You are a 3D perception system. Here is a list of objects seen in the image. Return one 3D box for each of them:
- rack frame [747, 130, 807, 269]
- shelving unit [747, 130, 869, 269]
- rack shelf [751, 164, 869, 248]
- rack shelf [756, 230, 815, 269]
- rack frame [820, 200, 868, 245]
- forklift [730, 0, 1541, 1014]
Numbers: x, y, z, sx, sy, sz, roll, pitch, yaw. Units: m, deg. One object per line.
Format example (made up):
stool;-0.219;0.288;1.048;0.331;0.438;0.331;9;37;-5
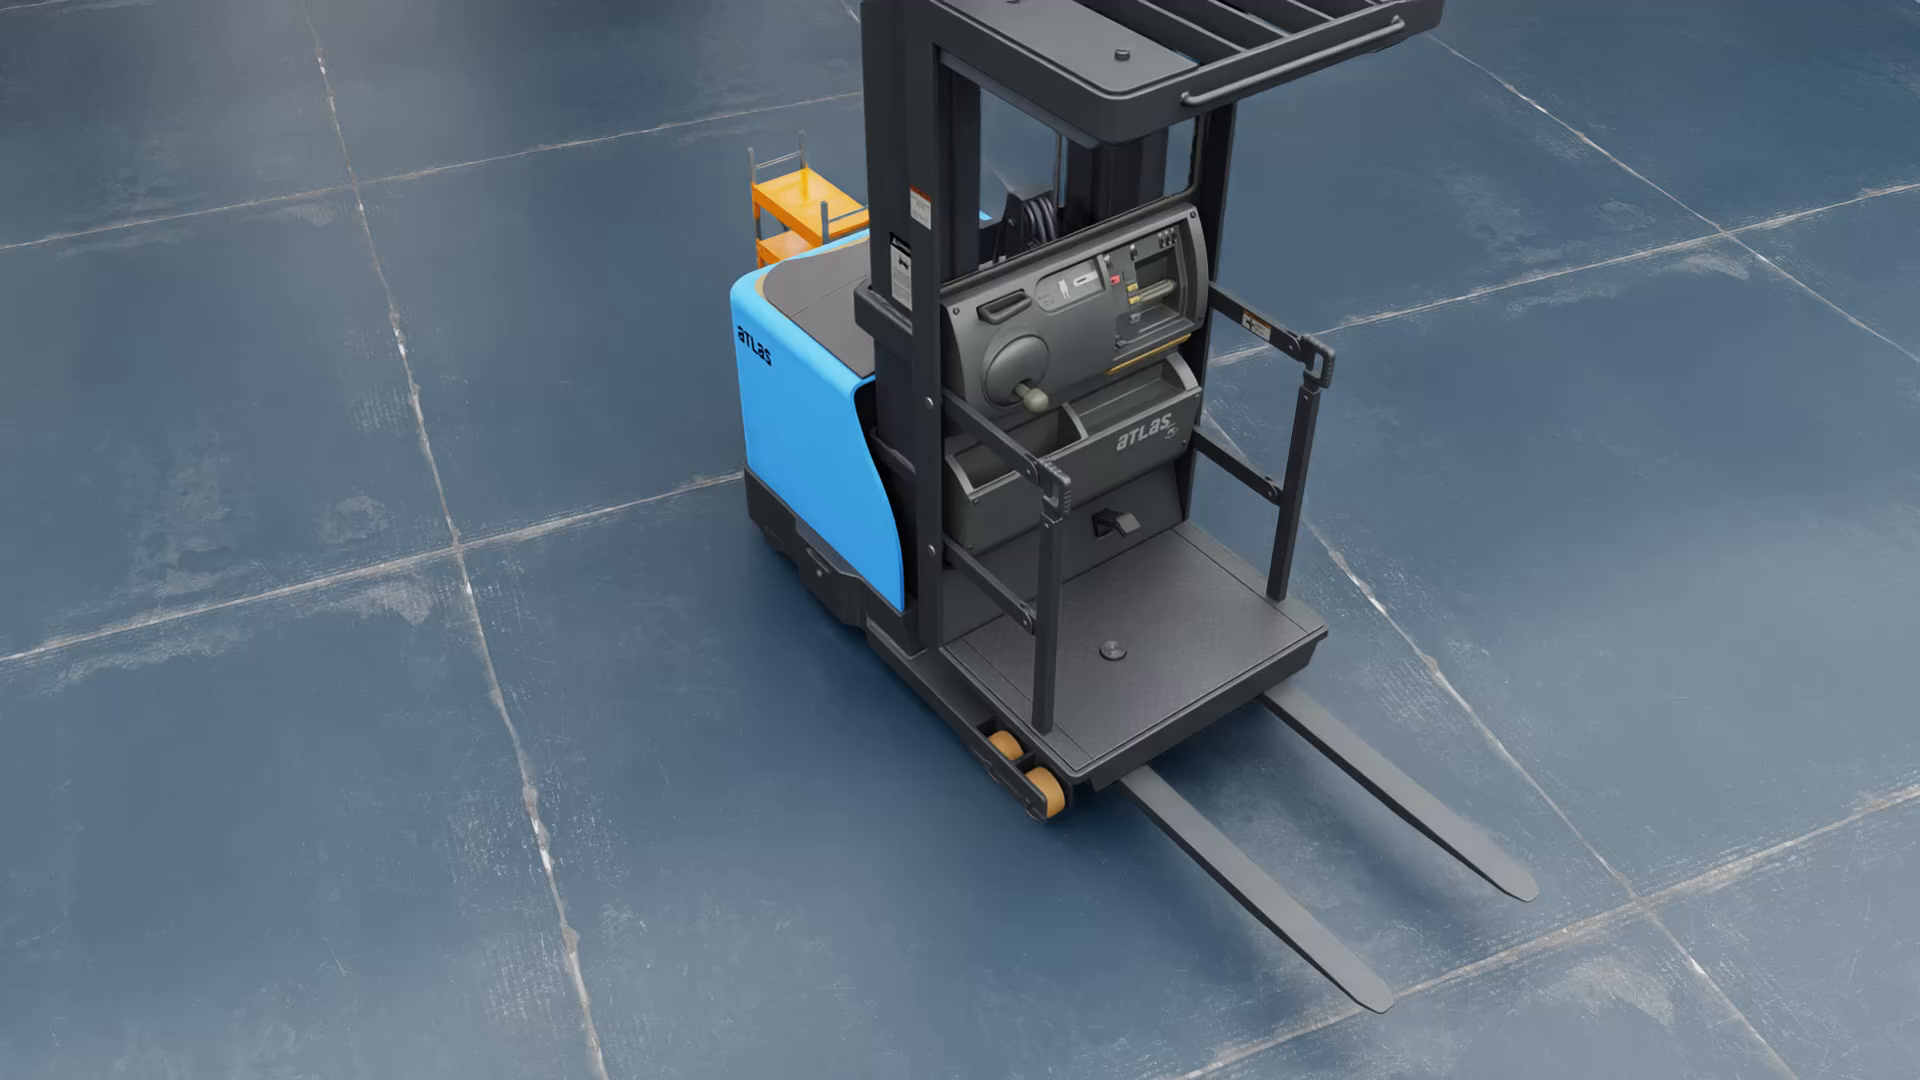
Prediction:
rack frame;-0.678;-1.018;6.513;0.240;1.200;0.015;-26;47;-27
shelving unit;-0.532;-0.890;6.365;0.258;1.200;0.503;-26;47;-27
rack shelf;-0.532;-1.188;6.109;0.258;0.148;0.480;-26;47;-27
rack shelf;-0.532;-1.009;6.263;0.258;0.148;0.480;-26;47;-27
rack frame;-0.386;-0.763;6.217;0.240;1.200;0.015;-26;47;-27
forklift;0.485;-0.598;4.698;1.130;2.935;3.031;-26;47;-27
